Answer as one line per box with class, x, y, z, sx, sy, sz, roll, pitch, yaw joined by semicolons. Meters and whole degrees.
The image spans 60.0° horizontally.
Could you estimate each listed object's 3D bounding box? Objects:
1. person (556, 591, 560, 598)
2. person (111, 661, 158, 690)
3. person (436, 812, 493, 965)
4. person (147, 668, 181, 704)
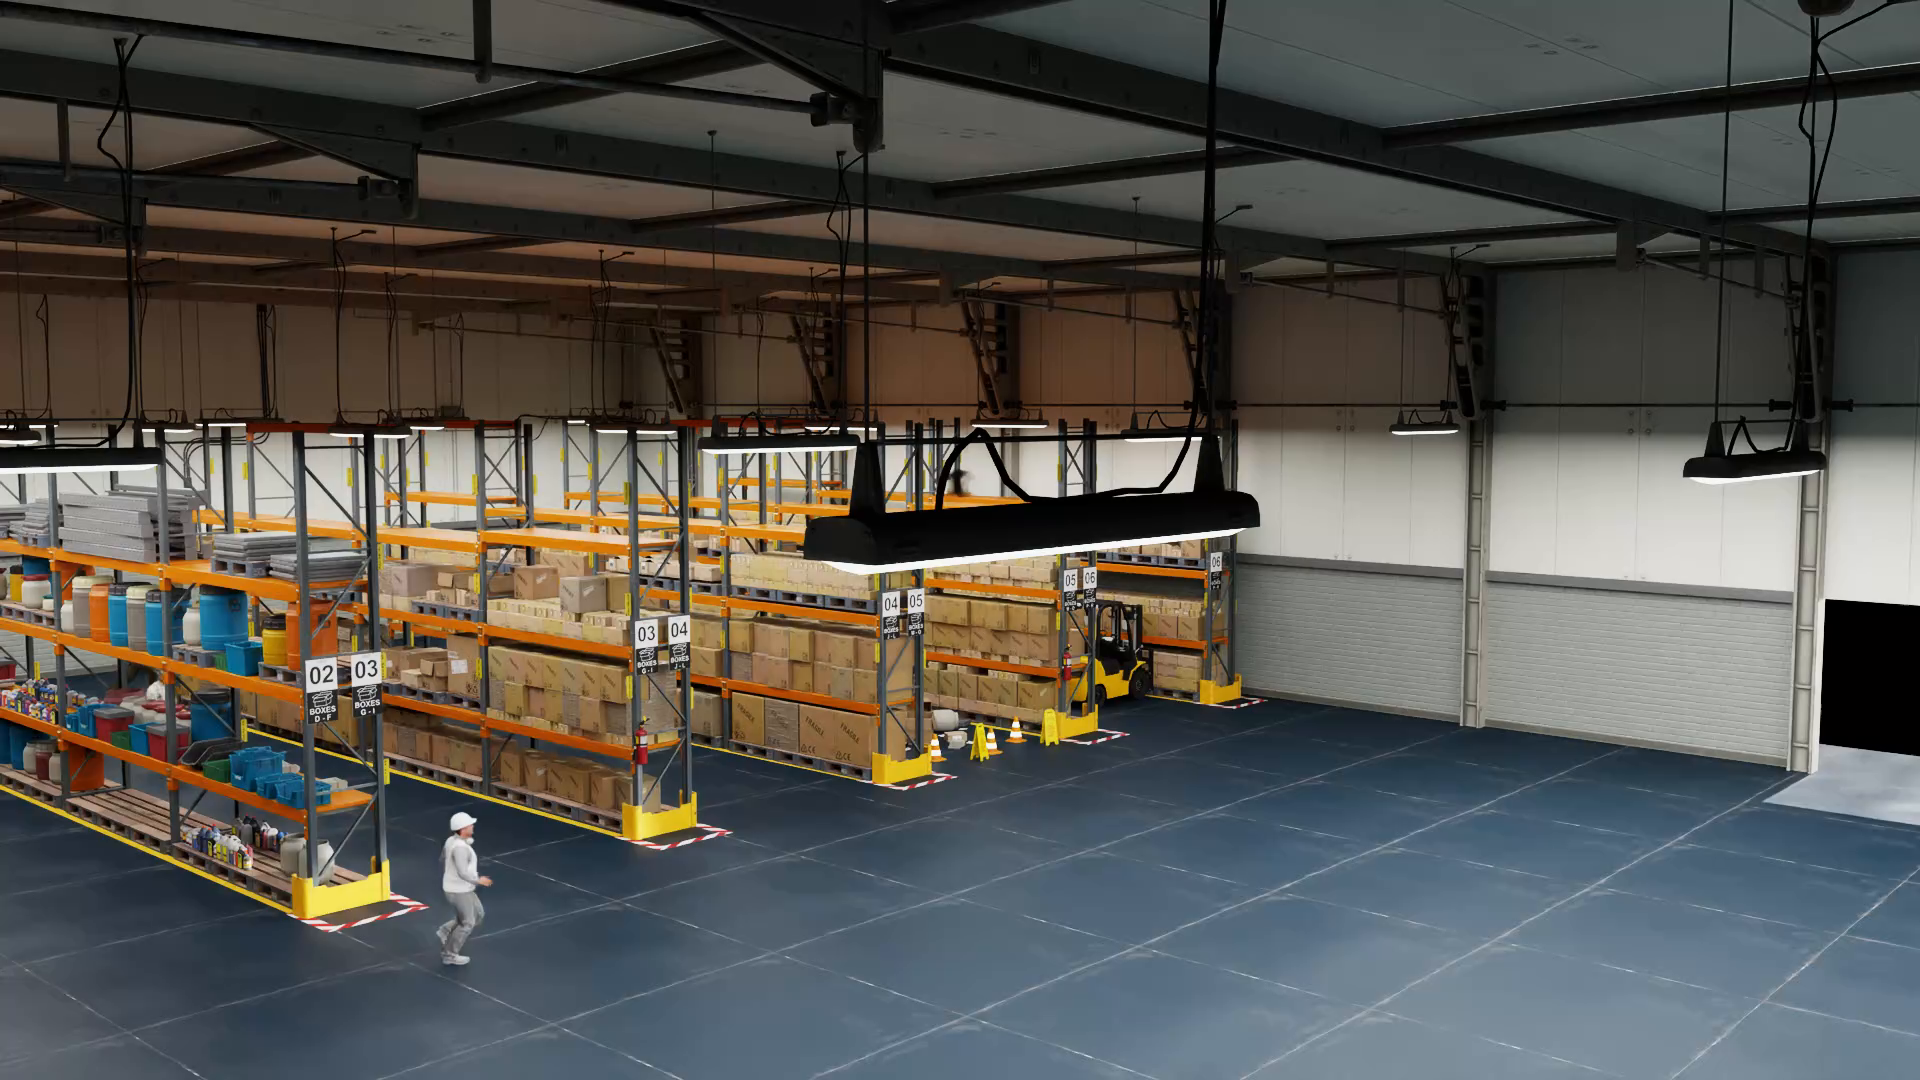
person;-10.416;1.985;43.309;0.495;1.610;0.906;4;6;42
person;-17.723;2.580;35.788;1.097;1.613;0.726;-1;5;-14
person;-5.623;3.934;18.840;0.618;1.725;0.640;-2;5;-22
person;-13.892;3.088;29.037;0.832;1.817;0.604;3;6;34
